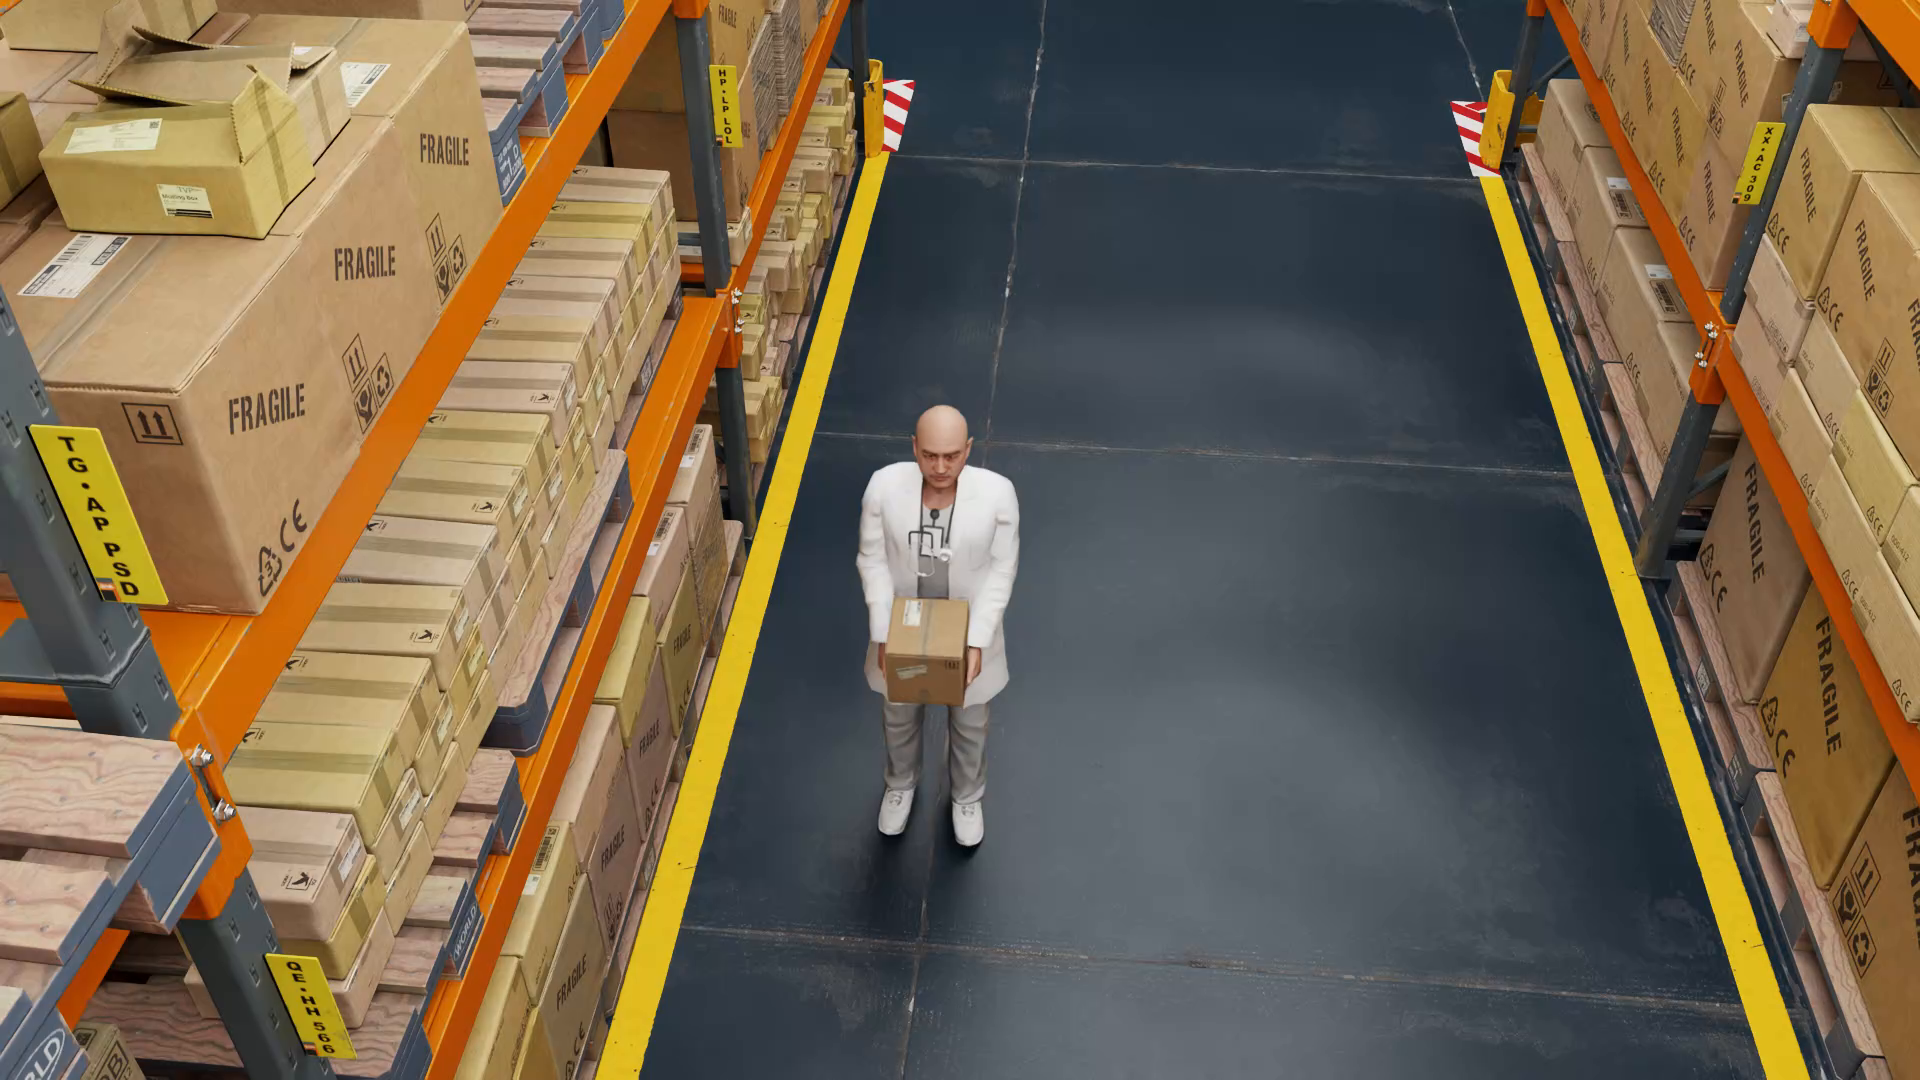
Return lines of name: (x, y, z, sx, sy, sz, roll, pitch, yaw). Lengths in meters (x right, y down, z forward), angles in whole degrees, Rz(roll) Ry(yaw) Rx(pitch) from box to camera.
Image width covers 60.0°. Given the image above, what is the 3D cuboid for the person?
person: (-0.085, 0.366, 5.719, 0.548, 1.780, 0.535, 3, 40, 4)
